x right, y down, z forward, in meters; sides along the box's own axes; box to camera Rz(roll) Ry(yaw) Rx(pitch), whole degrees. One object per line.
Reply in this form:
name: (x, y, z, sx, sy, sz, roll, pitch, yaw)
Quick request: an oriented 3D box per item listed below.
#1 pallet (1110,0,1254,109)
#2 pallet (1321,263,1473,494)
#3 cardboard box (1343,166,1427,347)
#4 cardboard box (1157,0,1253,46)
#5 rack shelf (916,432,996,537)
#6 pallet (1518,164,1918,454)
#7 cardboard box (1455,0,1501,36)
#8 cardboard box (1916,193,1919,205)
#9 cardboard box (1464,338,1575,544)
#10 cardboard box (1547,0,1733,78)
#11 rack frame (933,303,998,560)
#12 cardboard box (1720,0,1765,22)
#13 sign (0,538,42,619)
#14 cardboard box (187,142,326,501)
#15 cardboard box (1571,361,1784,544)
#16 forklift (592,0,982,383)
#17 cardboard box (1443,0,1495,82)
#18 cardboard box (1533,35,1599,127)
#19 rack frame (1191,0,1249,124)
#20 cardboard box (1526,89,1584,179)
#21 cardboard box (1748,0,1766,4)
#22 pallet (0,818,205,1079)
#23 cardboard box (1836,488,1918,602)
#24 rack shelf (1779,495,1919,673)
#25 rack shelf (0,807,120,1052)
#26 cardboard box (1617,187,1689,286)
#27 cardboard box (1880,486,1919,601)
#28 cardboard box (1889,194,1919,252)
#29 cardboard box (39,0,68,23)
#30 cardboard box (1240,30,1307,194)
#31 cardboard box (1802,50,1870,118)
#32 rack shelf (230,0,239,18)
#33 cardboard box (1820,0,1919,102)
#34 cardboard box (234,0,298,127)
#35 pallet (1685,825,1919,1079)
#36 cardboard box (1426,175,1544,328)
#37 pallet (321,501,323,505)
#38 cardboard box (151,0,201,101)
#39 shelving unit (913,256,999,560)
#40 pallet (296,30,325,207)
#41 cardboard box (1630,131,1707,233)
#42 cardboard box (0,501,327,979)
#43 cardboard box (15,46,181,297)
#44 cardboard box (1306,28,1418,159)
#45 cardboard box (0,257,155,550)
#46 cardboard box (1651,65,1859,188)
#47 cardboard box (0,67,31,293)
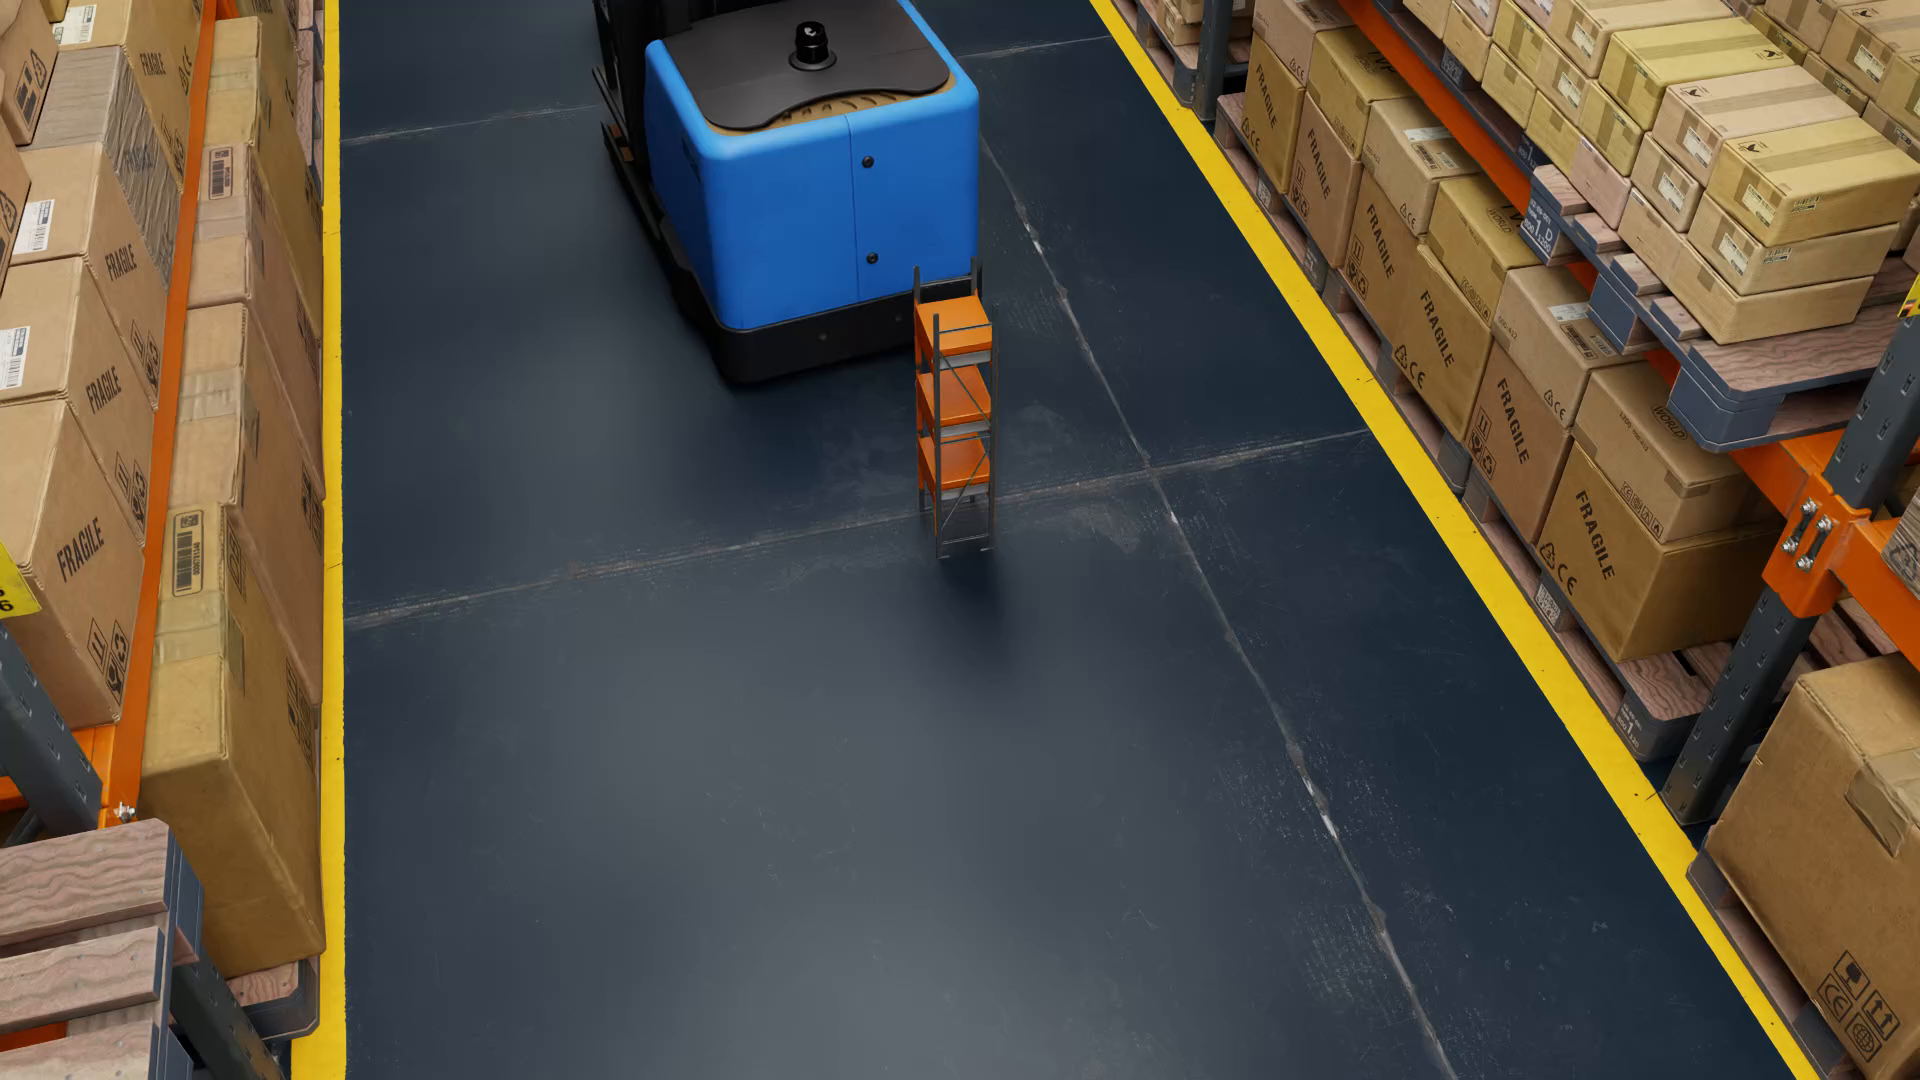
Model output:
pallet: (1.365, -2.574, 8.125, 1.003, 0.211, 1.213, -11, 47, -10)
pallet: (2.088, -0.736, 6.323, 1.003, 0.211, 1.213, -11, 47, -10)
cardboard box: (1.789, -1.082, 6.166, 0.500, 0.500, 0.500, -10, 46, -10)
cardboard box: (1.142, -2.450, 7.753, 0.380, 0.149, 0.250, -10, 46, -10)
rack shelf: (-0.014, -0.202, 5.617, 0.215, 0.259, 0.240, -11, 47, -10)
pallet: (2.310, -0.737, 4.506, 1.213, 0.211, 1.003, -11, 47, -10)
cardboard box: (1.697, -1.642, 4.933, 0.380, 0.149, 0.250, -10, 46, -9)
cardboard box: (2.666, -0.865, 4.171, 0.380, 0.149, 0.250, -9, 46, -9)
cardboard box: (2.045, -0.369, 5.468, 0.500, 0.500, 0.500, -9, 46, -9)
cardboard box: (1.826, -1.391, 4.479, 0.380, 0.149, 0.250, -9, 46, -9)
rack frame: (0.018, -0.320, 5.329, 0.200, 1.050, 0.008, -11, 47, -10)
cardboard box: (2.395, -1.582, 4.873, 0.380, 0.149, 0.250, -11, 47, -10)
sign: (-1.703, 0.023, 2.872, 0.100, 0.325, 0.005, -11, 47, -10)
cardboard box: (-2.836, -0.604, 5.435, 1.225, 0.875, 0.875, -12, 47, -12)
cardboard box: (2.167, -0.290, 4.865, 0.500, 0.250, 0.500, -12, 47, -11)
forklift: (-0.937, -2.684, 6.329, 1.130, 2.935, 3.031, -16, 48, -15)
cardboard box: (1.702, -1.533, 5.034, 0.380, 0.149, 0.250, -9, 46, -9)
cardboard box: (1.826, -1.290, 4.588, 0.380, 0.149, 0.250, -11, 47, -10)
rack frame: (1.572, -3.093, 6.681, 1.000, 3.000, 0.127, -11, 47, -10)
cardboard box: (1.837, -1.169, 4.677, 0.380, 0.149, 0.250, -11, 47, -11)
cardboard box: (2.396, -1.678, 4.759, 0.380, 0.149, 0.250, -9, 46, -8)
pallet: (-1.939, 1.046, 2.759, 1.213, 0.211, 1.003, -11, 47, -10)
cardboard box: (2.661, -0.138, 5.241, 0.500, 0.500, 0.500, -13, 47, -12)
rack shelf: (3.108, 1.301, 2.878, 1.077, 0.370, 4.000, -11, 47, -10)
rack shelf: (-1.713, 2.138, 2.058, 1.077, 0.370, 4.000, -11, 47, -10)
cardboard box: (1.963, -0.819, 4.334, 0.380, 0.149, 0.250, -11, 47, -10)
cardboard box: (2.450, -0.007, 3.587, 0.500, 0.500, 0.500, -10, 46, -10)
cardboard box: (2.608, -0.921, 4.435, 0.380, 0.149, 0.250, -9, 46, -8)
cardboard box: (-2.913, -1.726, 4.569, 0.797, 0.503, 0.637, -10, 46, -10)
cardboard box: (1.504, -1.806, 6.876, 0.500, 0.500, 0.500, -9, 46, -9)
cardboard box: (2.523, -1.235, 4.534, 0.380, 0.149, 0.250, -12, 47, -12)
rack shelf: (-3.761, -3.385, 7.471, 1.077, 0.370, 4.000, -11, 47, -10)
cardboard box: (2.535, -1.308, 4.397, 0.380, 0.149, 0.250, -11, 47, -11)
cardboard box: (-3.341, -2.129, 6.930, 0.875, 0.875, 0.875, -11, 47, -10)
pallet: (2.725, 1.203, 4.423, 1.003, 0.211, 1.213, -11, 47, -10)
cardboard box: (1.912, -0.990, 5.552, 0.500, 0.250, 0.500, -10, 46, -9)
pallet: (-2.663, 0.083, 5.521, 1.003, 0.211, 1.213, -11, 47, -10)
cardboard box: (-2.745, -1.675, 5.221, 0.500, 0.500, 0.500, -9, 46, -9)
shelving unit: (-0.014, -0.404, 5.411, 0.215, 1.050, 0.252, -11, 47, -10)
pallet: (-3.368, -1.819, 7.385, 1.003, 0.211, 1.213, -11, 47, -10)
cardboard box: (1.959, -0.936, 4.241, 0.380, 0.149, 0.250, -9, 46, -9)
cardboard box: (-2.381, 0.622, 4.234, 1.225, 0.875, 0.875, -13, 47, -12)
cardboard box: (-2.481, -0.969, 4.529, 0.500, 0.500, 0.500, -11, 47, -10)
cardboard box: (1.644, -1.702, 6.249, 0.500, 0.250, 0.500, -10, 46, -9)
cardboard box: (-2.221, -0.270, 3.844, 0.500, 0.500, 0.500, -12, 47, -11)
cardboard box: (1.965, -1.027, 4.121, 0.380, 0.149, 0.250, -11, 47, -11)
cardboard box: (-2.561, -0.838, 3.699, 0.797, 0.503, 0.637, -10, 46, -9)
